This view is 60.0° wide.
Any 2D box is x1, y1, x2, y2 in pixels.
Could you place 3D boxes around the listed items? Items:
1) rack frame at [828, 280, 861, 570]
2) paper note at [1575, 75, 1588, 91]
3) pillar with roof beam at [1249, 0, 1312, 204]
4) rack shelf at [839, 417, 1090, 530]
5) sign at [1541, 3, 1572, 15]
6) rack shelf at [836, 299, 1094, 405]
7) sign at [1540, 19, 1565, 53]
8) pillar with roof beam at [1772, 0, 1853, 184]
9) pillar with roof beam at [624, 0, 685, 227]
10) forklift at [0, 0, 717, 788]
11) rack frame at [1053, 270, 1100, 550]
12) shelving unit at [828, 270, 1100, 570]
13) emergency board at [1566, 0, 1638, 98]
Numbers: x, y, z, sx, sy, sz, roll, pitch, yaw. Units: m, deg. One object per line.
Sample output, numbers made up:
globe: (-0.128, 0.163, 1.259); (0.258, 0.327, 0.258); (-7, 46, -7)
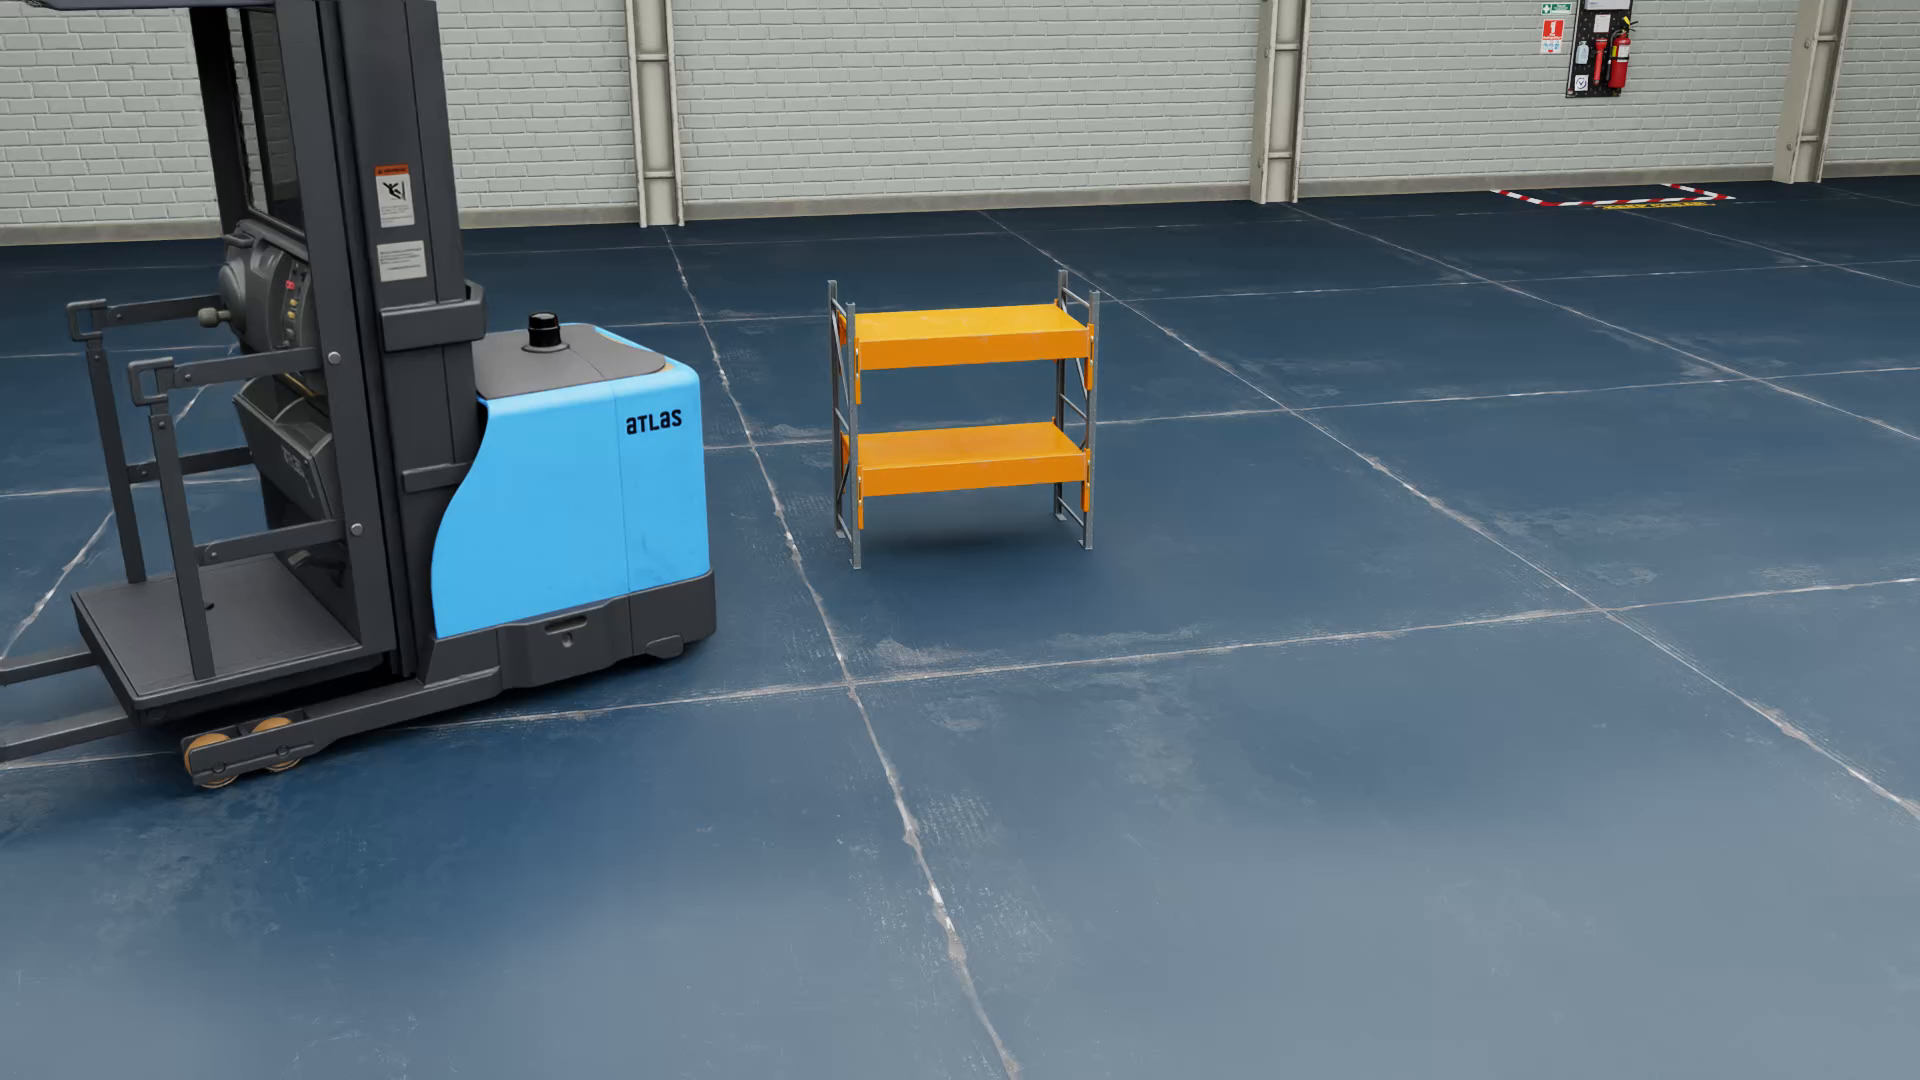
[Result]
rack frame: (-0.488, -0.488, 7.013); (0.032, 1.125, 0.500); (-5, 21, -12)
paper note: (6.345, -4.666, 16.972); (0.142, 0.148, 0.016); (-5, 21, -12)
pillar with roof beam: (4.098, -6.154, 11.033); (0.400, 9.000, 9.100); (-5, 21, -12)
rack shelf: (0.007, -0.299, 7.207); (1.000, 0.278, 0.538); (-5, 21, -12)
sign: (5.978, -5.324, 16.666); (0.331, 0.109, 0.001); (-5, 21, -12)
rack shelf: (0.007, -0.804, 7.022); (1.000, 0.278, 0.538); (-5, 21, -12)
sign: (5.971, -5.078, 16.765); (0.234, 0.329, 0.001); (-5, 21, -12)
pillar with roof beam: (9.937, -6.629, 12.329); (0.400, 9.000, 9.100); (-5, 21, -12)
pillar with roof beam: (-1.741, -5.680, 9.737); (0.400, 9.000, 9.100); (-5, 21, -12)
forklift: (-2.398, -0.807, 5.256); (3.031, 2.935, 1.130); (-14, 24, -33)
rack frame: (0.501, -0.569, 7.232); (0.032, 1.125, 0.500); (-5, 21, -12)
shelving unit: (0.007, -0.529, 7.123); (1.048, 1.125, 0.538); (-5, 21, -12)
emergency board: (6.533, -5.071, 16.796); (0.643, 1.169, 0.194); (-5, 21, -12)
